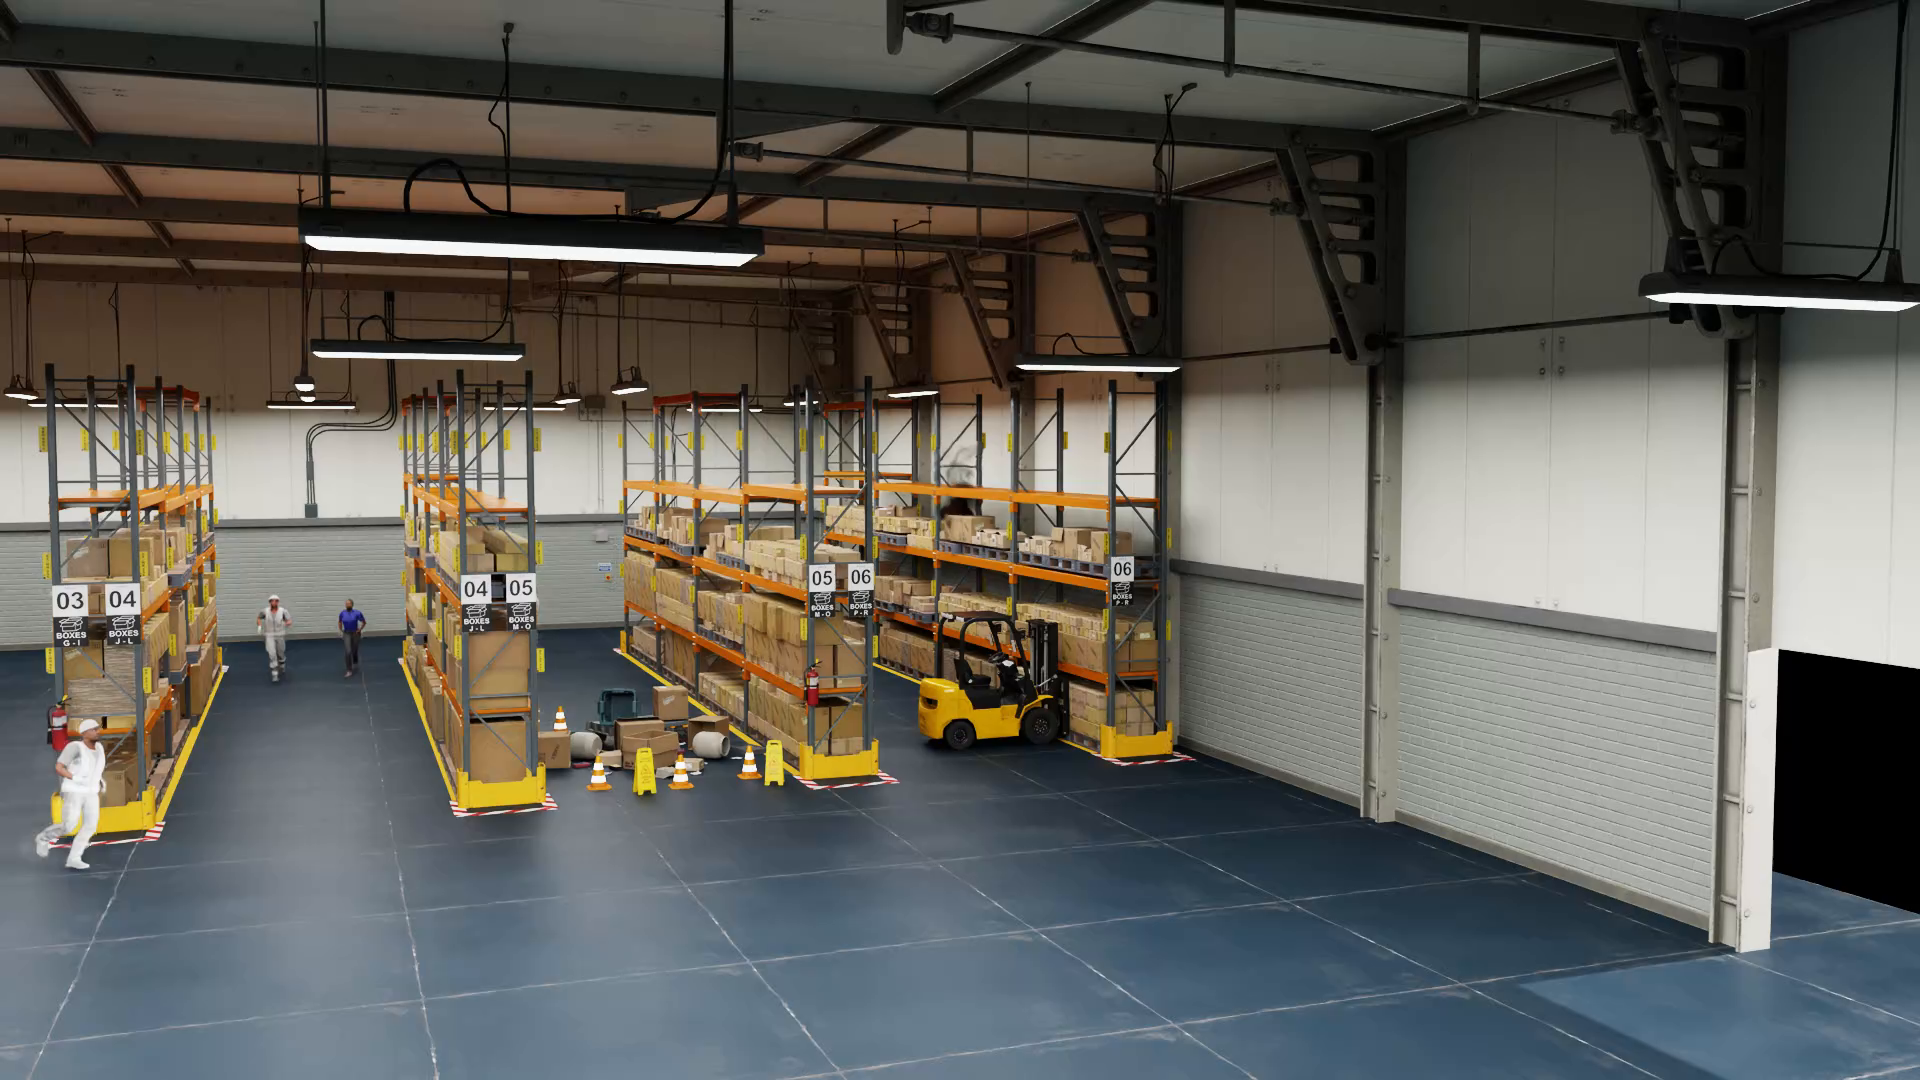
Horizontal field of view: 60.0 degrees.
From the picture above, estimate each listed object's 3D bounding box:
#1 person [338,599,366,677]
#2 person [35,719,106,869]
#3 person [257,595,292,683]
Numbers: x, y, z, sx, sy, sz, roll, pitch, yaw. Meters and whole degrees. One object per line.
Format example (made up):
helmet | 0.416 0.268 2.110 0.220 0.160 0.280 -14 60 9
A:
person | -13.103 2.096 35.861 0.587 1.681 0.774 -1 3 -13
person | -10.514 2.998 19.845 0.804 1.707 0.715 1 4 20
person | -14.459 2.051 35.082 0.672 1.801 1.001 -1 4 -24
